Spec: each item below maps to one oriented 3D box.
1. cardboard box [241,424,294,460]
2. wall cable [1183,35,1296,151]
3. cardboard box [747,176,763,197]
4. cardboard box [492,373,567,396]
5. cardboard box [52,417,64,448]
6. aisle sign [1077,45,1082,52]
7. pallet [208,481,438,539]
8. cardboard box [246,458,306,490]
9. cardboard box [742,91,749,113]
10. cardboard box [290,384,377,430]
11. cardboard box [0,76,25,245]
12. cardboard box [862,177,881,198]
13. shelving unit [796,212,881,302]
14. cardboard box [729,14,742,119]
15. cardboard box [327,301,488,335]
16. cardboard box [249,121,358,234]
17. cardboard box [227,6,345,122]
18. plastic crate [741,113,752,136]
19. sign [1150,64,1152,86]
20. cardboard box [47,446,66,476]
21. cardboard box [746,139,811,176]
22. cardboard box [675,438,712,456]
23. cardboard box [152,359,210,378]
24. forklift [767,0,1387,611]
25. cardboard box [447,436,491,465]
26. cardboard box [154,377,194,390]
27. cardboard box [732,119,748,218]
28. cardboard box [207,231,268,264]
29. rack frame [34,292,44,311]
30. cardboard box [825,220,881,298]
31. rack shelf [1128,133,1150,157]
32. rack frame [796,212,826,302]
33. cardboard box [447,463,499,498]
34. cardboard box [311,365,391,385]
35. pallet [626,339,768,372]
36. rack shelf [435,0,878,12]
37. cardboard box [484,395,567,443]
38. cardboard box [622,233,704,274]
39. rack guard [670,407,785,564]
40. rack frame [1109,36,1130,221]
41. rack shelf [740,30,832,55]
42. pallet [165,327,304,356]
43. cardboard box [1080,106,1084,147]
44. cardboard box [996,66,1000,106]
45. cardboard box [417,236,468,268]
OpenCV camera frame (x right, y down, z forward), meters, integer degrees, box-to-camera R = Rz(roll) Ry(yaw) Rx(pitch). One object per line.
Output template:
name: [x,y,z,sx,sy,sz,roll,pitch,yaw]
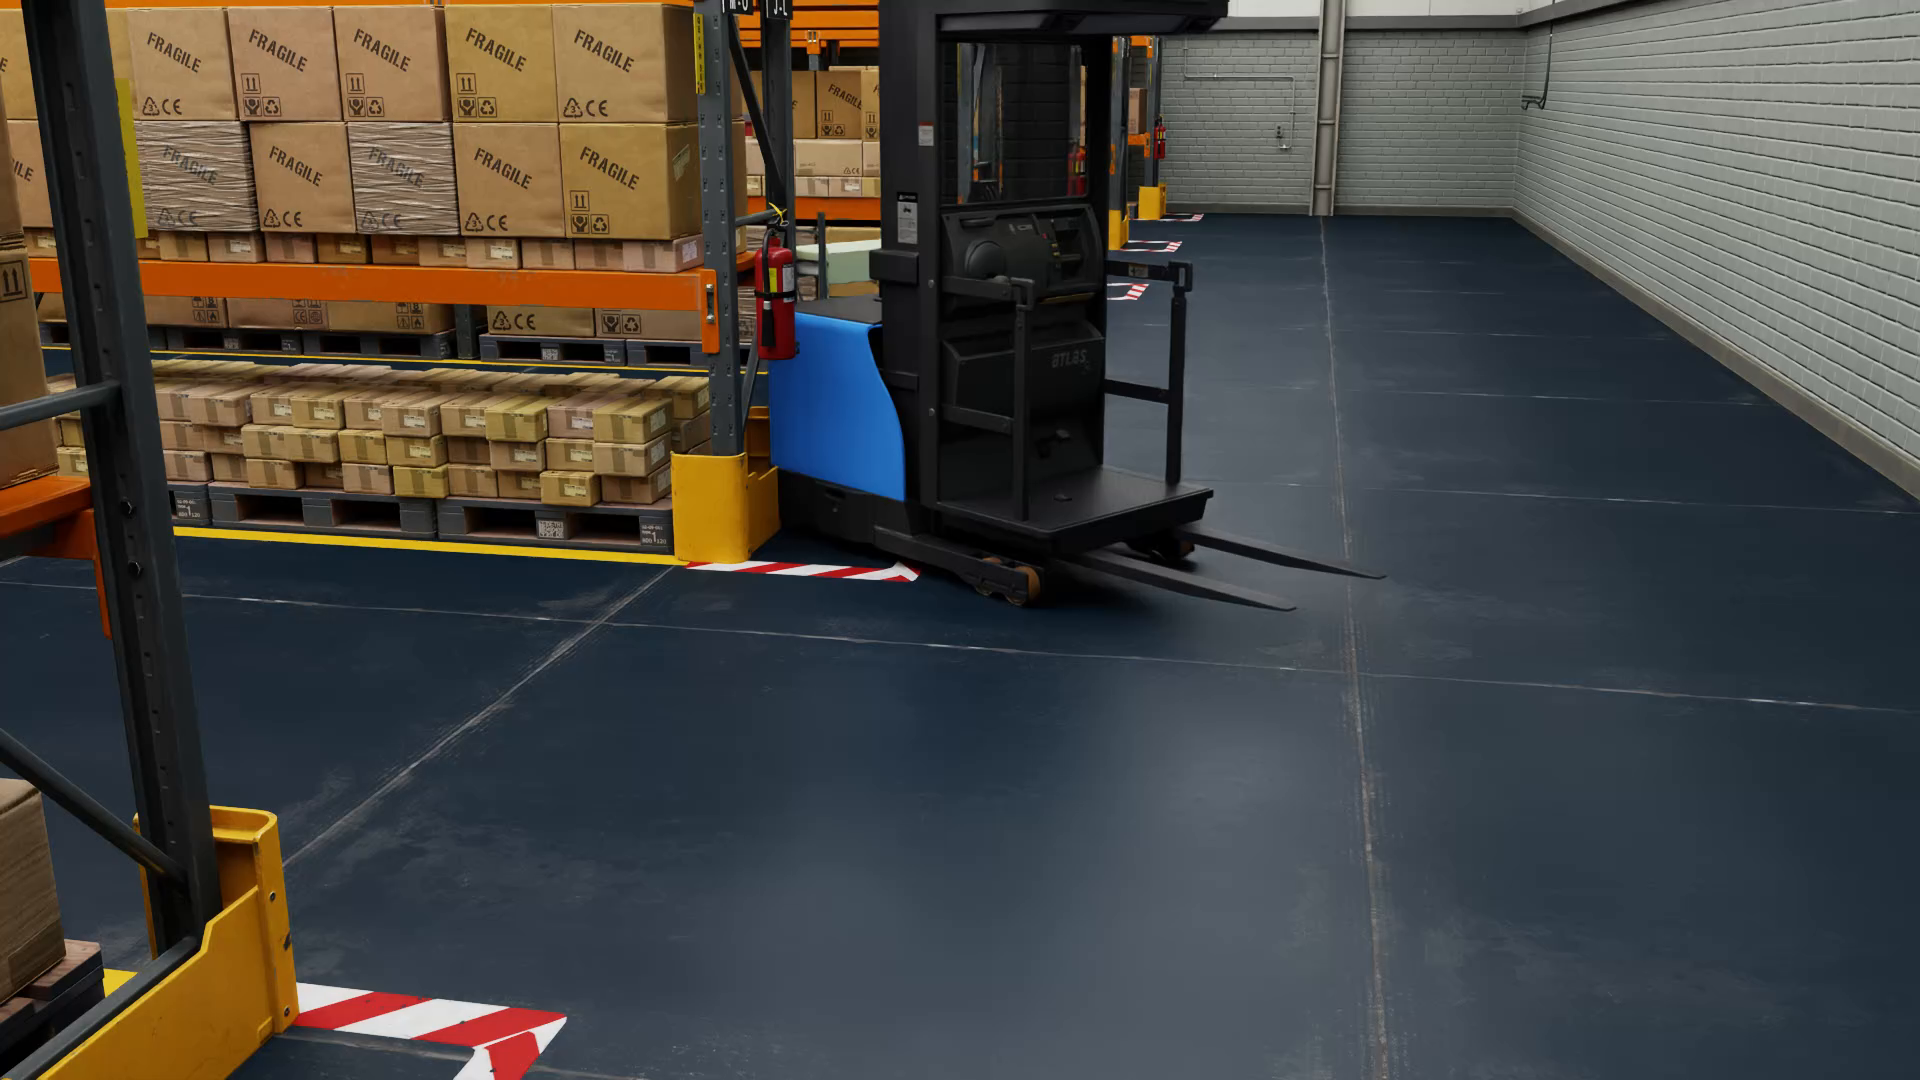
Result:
cardboard box: [-3.325,-0.513,8.220,0.250,0.149,0.380,3,16,11]
wall cable: [4.520,-7.339,26.964,1.851,1.984,0.084,3,16,11]
cardboard box: [-1.554,-2.662,12.453,0.250,0.149,0.380,3,16,11]
cardboard box: [-2.192,-0.744,8.498,0.250,0.149,0.380,2,16,8]
cardboard box: [-4.600,-0.572,8.435,0.250,0.149,0.380,4,16,14]
aisle sign: [1.232,-5.405,17.015,0.004,0.787,0.394,3,16,11]
pallet: [-3.027,-0.269,8.566,1.213,0.211,1.003,3,16,11]
cardboard box: [-3.319,-0.370,8.262,0.250,0.149,0.380,3,16,10]
cardboard box: [-2.932,-5.941,22.846,0.500,0.500,0.700,6,16,20]
cardboard box: [-3.069,-0.656,8.181,0.250,0.149,0.380,3,16,11]
cardboard box: [-2.273,-0.820,3.274,0.500,0.500,0.500,3,16,10]
cardboard box: [-0.554,-2.608,12.257,0.250,0.149,0.380,3,16,12]
shelving unit: [-0.537,-1.001,8.796,0.755,1.500,0.431,-14,20,-40]
cardboard box: [-1.359,-2.257,7.904,0.500,0.500,0.500,3,16,11]
cardboard box: [-4.435,-2.203,13.518,0.875,0.875,1.225,3,16,11]
cardboard box: [-2.952,-1.721,7.841,0.500,0.500,0.500,4,16,14]
cardboard box: [-2.997,-2.203,7.707,0.500,0.500,0.500,3,16,9]
plastic crate: [-1.992,-4.238,17.439,0.583,0.464,0.402,3,16,11]
sign: [2.955,-7.201,25.756,0.005,0.325,0.100,3,16,11]
cardboard box: [-4.599,-0.428,8.473,0.250,0.149,0.380,2,16,9]
cardboard box: [-1.408,-2.864,12.436,0.500,0.250,0.500,3,16,9]
cardboard box: [-1.421,-0.431,8.481,0.250,0.149,0.380,3,16,12]
cardboard box: [-4.233,-0.864,8.933,0.250,0.149,0.380,3,16,12]
forklift: [0.430,-1.260,7.170,1.129,2.867,3.031,-14,21,-41]
cardboard box: [-2.298,-0.484,8.117,0.250,0.149,0.380,3,16,10]
cardboard box: [-4.079,-0.715,8.394,0.250,0.149,0.380,3,16,10]
cardboard box: [-1.357,-1.778,8.048,0.500,0.500,0.500,4,16,14]
cardboard box: [-3.379,-1.424,7.985,0.250,0.149,0.380,4,16,14]
rack frame: [-4.891,-1.703,8.522,0.127,3.000,1.000,3,16,11]
cardboard box: [-0.527,-1.974,12.693,0.875,0.875,0.875,3,16,11]
rack shelf: [1.117,-6.430,26.932,4.000,0.370,1.077,3,16,11]
rack frame: [-0.808,-0.936,8.560,0.023,1.500,0.400,-14,20,-40]
cardboard box: [-2.288,-0.326,8.103,0.250,0.149,0.380,3,16,12]
cardboard box: [-3.198,-0.817,8.763,0.250,0.149,0.380,3,16,9]
pallet: [-1.875,-1.526,13.107,1.213,0.211,1.003,3,16,11]
rack shelf: [-1.844,-3.988,12.498,4.000,0.370,1.077,3,16,11]
cardboard box: [-2.055,-0.576,7.893,0.250,0.149,0.380,3,16,10]
cardboard box: [-1.348,-1.313,7.583,0.250,0.149,0.380,3,16,11]
rack guard: [-1.046,-0.290,8.102,0.348,0.500,1.175,3,16,11]
rack frame: [2.093,-5.374,21.773,0.127,3.000,1.000,3,16,11]
rack shelf: [-3.786,-6.792,22.621,4.000,0.370,1.077,3,16,11]
pallet: [-5.774,-1.737,13.868,1.213,0.211,1.003,3,16,11]
cardboard box: [1.600,-5.375,21.588,0.500,0.500,0.500,4,16,13]
cardboard box: [0.598,-5.909,21.643,0.500,0.500,0.500,4,16,13]
cardboard box: [-2.340,-1.374,7.805,0.250,0.149,0.380,2,16,9]
